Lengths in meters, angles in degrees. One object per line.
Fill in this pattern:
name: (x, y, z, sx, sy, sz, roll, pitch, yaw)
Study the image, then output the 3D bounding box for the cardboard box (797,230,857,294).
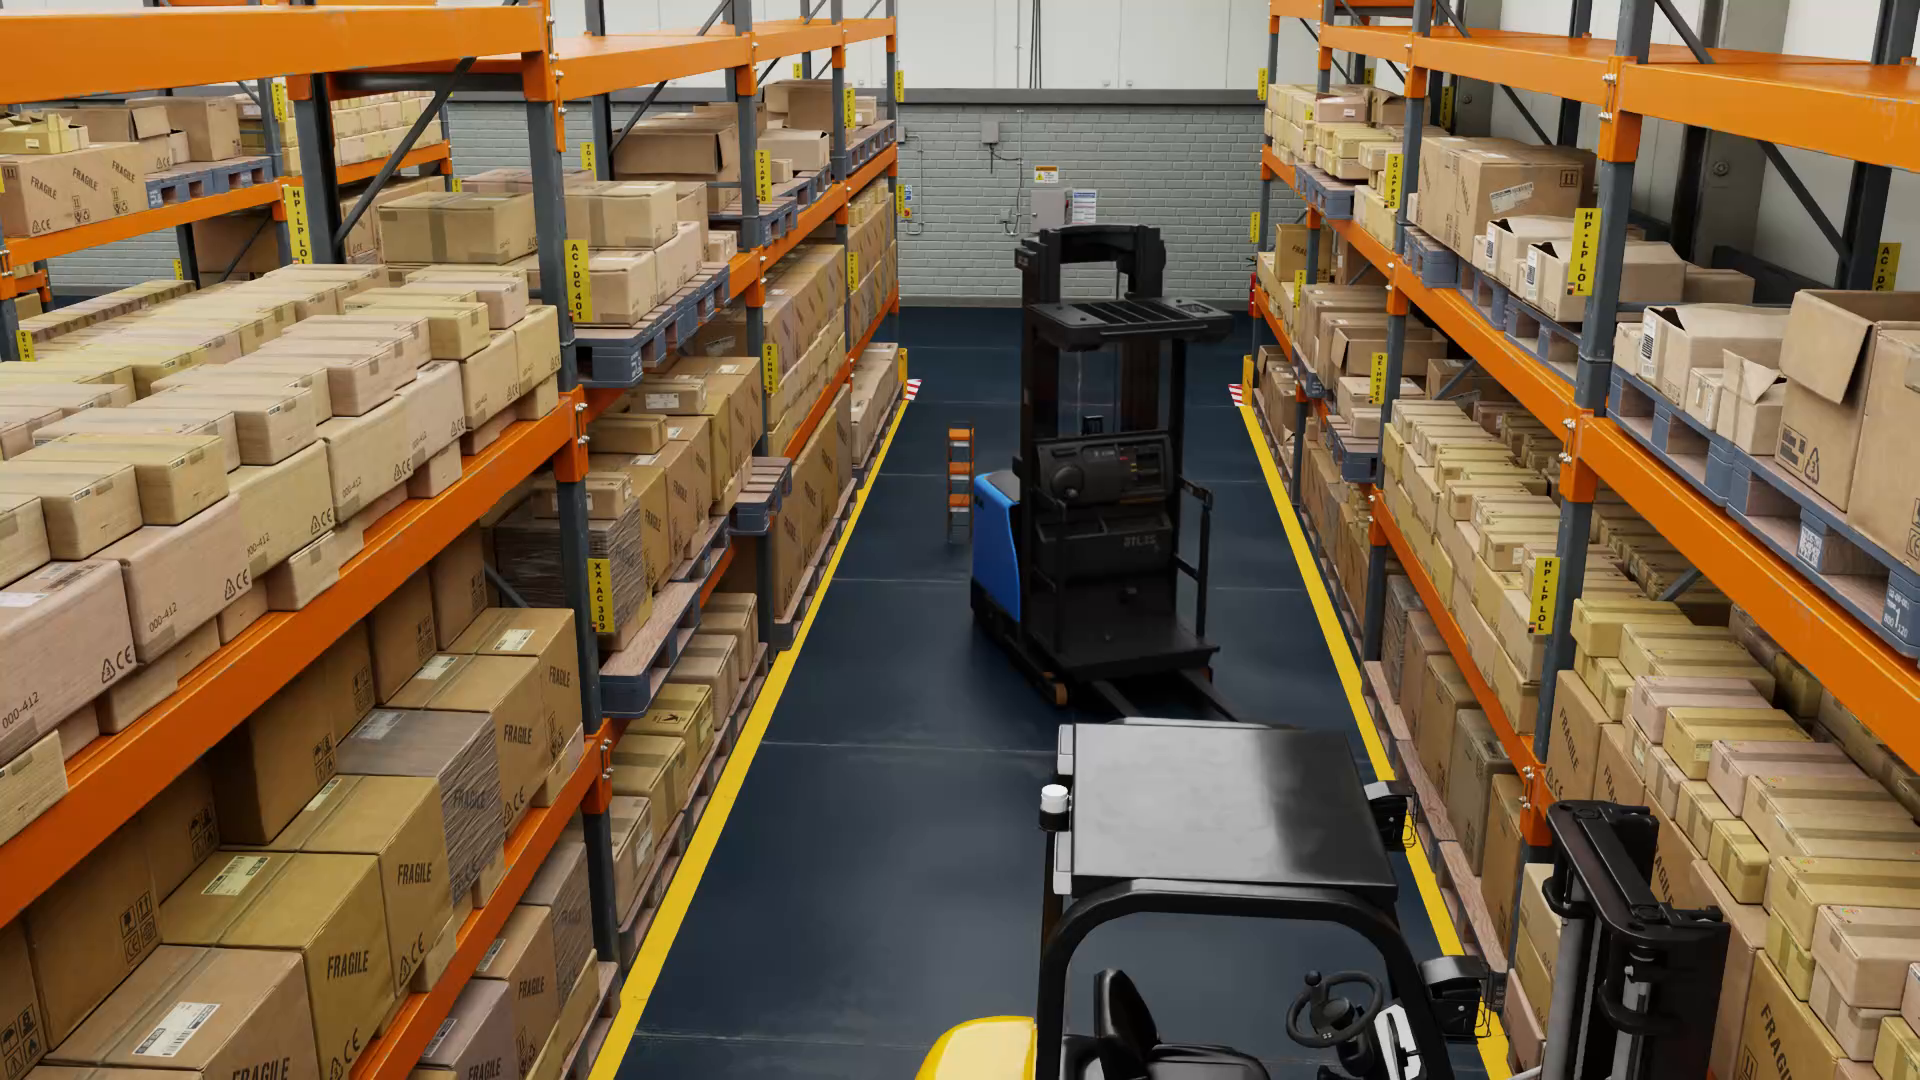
cardboard box: (-1.208, -2.513, 15.010, 0.500, 0.500, 0.500, 1, 18, 4)

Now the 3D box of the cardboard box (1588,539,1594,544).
cardboard box: (3.281, 0.113, 8.199, 0.500, 0.250, 0.500, 1, 18, 3)

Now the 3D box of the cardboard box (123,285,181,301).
cardboard box: (-6.929, -2.091, 14.262, 0.380, 0.149, 0.250, 2, 18, 5)

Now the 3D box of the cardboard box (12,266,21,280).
cardboard box: (-10.795, -2.994, 18.645, 0.380, 0.149, 0.250, 1, 18, 4)

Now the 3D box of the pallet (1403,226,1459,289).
pallet: (3.222, -1.619, 9.533, 1.213, 0.211, 1.003, 2, 18, 6)

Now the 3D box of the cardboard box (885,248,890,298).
cardboard box: (-1.018, -2.827, 17.572, 0.500, 0.500, 0.500, 1, 18, 3)

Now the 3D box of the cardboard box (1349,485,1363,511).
cardboard box: (3.097, -0.300, 12.319, 0.380, 0.149, 0.250, 1, 18, 3)

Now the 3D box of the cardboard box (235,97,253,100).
cardboard box: (-6.694, -3.971, 15.205, 0.380, 0.149, 0.250, 1, 18, 4)

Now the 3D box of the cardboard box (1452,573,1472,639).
cardboard box: (2.766, 0.345, 8.293, 0.500, 0.250, 0.500, 1, 18, 4)

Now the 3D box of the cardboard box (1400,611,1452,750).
cardboard box: (3.084, 0.829, 9.714, 0.875, 0.625, 0.625, 2, 18, 6)

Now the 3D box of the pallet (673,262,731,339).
pallet: (-1.835, -1.211, 8.287, 1.213, 0.211, 1.003, 1, 18, 4)

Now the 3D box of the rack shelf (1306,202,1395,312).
rack shelf: (3.325, -2.201, 12.161, 1.077, 0.370, 4.000, 1, 18, 4)

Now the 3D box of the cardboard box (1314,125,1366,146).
cardboard box: (3.000, -3.188, 13.108, 0.380, 0.149, 0.250, 1, 18, 3)

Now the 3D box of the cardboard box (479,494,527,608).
cardboard box: (-2.253, 0.099, 7.490, 0.500, 0.500, 0.500, 1, 18, 3)

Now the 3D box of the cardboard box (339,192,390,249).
cardboard box: (-6.025, -3.203, 16.635, 0.500, 0.500, 0.500, 1, 18, 2)

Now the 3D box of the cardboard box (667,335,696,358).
cardboard box: (-1.994, -1.295, 11.291, 0.500, 0.500, 0.500, 1, 18, 2)

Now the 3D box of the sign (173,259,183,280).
sign: (-6.970, -2.348, 14.882, 0.100, 0.325, 0.005, 1, 18, 4)

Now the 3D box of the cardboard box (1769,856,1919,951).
cardboard box: (2.415, 0.977, 4.445, 0.380, 0.149, 0.250, 2, 18, 5)

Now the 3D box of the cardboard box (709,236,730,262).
cardboard box: (-1.593, -1.732, 9.978, 0.380, 0.149, 0.250, 1, 18, 4)

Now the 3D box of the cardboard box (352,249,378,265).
cardboard box: (-6.041, -2.574, 16.322, 0.500, 0.500, 0.500, 1, 18, 3)

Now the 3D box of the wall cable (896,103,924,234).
wall cable: (-0.816, -5.340, 23.721, 0.585, 1.953, 0.123, 1, 18, 4)

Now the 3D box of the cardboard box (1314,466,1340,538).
cardboard box: (3.140, -0.285, 13.314, 0.500, 0.500, 0.500, 1, 18, 2)

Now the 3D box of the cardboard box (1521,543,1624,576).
cardboard box: (2.768, 0.124, 7.525, 0.380, 0.149, 0.250, 1, 18, 4)

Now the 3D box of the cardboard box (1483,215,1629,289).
cardboard box: (2.758, -1.353, 7.725, 0.500, 0.311, 0.500, 1, 18, 2)

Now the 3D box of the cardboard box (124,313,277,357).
cardboard box: (-2.435, -0.636, 5.351, 0.380, 0.149, 0.250, 1, 18, 2)

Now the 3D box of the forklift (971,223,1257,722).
forklift: (1.015, -0.458, 10.613, 1.130, 2.935, 3.031, -6, 19, -17)

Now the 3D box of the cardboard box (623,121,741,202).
cardboard box: (-1.889, -2.590, 11.358, 0.700, 0.500, 0.500, 0, 18, 1)

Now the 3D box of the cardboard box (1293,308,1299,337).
cardboard box: (3.261, -1.972, 14.888, 0.500, 0.250, 0.500, 2, 18, 5)

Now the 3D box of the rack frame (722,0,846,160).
rack frame: (-1.483, -4.699, 13.812, 1.000, 3.000, 0.127, 1, 18, 4)

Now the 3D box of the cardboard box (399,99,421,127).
cardboard box: (-5.956, -4.454, 17.319, 0.500, 0.250, 0.500, 1, 18, 2)

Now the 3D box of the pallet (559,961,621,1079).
pallet: (-2.070, 2.171, 6.959, 1.003, 0.211, 1.213, 1, 18, 4)

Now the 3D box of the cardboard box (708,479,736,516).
cardboard box: (-1.511, -0.251, 9.601, 0.380, 0.149, 0.250, 2, 18, 5)

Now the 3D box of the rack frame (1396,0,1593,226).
rack frame: (3.181, -3.347, 9.686, 1.000, 3.000, 0.127, 1, 18, 4)

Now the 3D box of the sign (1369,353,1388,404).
sign: (2.639, -1.018, 10.480, 0.100, 0.325, 0.005, 1, 18, 4)

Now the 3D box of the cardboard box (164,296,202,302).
cardboard box: (-6.319, -1.916, 13.726, 0.380, 0.149, 0.250, 1, 18, 4)

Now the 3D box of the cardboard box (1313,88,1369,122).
cardboard box: (3.098, -3.544, 13.530, 0.396, 0.266, 0.258, 1, 18, 3)

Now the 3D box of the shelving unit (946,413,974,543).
shelving unit: (0.004, -0.516, 13.810, 0.215, 1.050, 0.252, 1, 18, 4)

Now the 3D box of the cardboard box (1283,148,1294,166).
cardboard box: (3.280, -3.642, 15.806, 0.380, 0.149, 0.250, 2, 18, 5)

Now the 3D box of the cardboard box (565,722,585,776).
cardboard box: (-1.776, 0.862, 6.877, 0.380, 0.149, 0.250, 1, 18, 3)

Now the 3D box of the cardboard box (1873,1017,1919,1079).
cardboard box: (2.450, 1.283, 3.989, 0.380, 0.149, 0.250, 1, 18, 4)

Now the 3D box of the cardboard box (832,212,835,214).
cardboard box: (-1.223, -2.932, 15.245, 0.380, 0.149, 0.250, 1, 18, 3)

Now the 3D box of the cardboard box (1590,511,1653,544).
cardboard box: (3.265, -0.030, 7.996, 0.380, 0.149, 0.250, 1, 18, 4)

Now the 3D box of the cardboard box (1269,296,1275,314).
cardboard box: (3.315, -2.366, 16.731, 0.380, 0.149, 0.250, 1, 18, 2)

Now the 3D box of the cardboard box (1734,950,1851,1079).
cardboard box: (2.464, 1.462, 4.483, 0.500, 0.500, 0.500, 1, 18, 3)

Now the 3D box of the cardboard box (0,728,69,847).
cardboard box: (-1.996, 0.477, 3.236, 0.380, 0.149, 0.250, 1, 18, 4)

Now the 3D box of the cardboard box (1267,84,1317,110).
cardboard box: (3.472, -4.582, 17.231, 0.500, 0.250, 0.500, 1, 18, 3)

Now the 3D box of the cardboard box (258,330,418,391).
cardboard box: (-1.888, -0.541, 5.062, 0.380, 0.149, 0.250, 1, 18, 5)

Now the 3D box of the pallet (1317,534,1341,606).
pallet: (3.363, 0.220, 12.913, 1.003, 0.211, 1.213, 1, 18, 4)

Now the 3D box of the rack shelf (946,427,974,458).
rack shelf: (0.004, -0.775, 13.725, 0.215, 0.259, 0.240, 1, 18, 4)

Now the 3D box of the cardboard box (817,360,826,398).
cardboard box: (-1.357, -1.318, 13.367, 0.500, 0.250, 0.500, 1, 18, 2)

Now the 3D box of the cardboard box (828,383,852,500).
cardboard box: (-1.448, -0.844, 14.418, 0.875, 0.875, 0.875, 2, 18, 6)

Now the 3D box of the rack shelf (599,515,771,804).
rack shelf: (-1.913, 0.357, 9.171, 1.077, 0.370, 4.000, 1, 18, 4)

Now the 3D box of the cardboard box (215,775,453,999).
cardboard box: (-1.935, 1.072, 5.197, 0.500, 0.500, 0.500, 1, 18, 3)

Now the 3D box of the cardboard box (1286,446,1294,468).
cardboard box: (3.215, -0.763, 15.338, 0.380, 0.149, 0.250, 1, 18, 2)

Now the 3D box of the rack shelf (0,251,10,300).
rack shelf: (-6.858, -1.147, 8.945, 1.077, 0.370, 4.000, 1, 18, 4)

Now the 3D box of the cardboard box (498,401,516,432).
cardboard box: (-1.881, -0.488, 6.182, 0.380, 0.149, 0.250, 2, 18, 5)

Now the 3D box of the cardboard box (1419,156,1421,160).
cardboard box: (3.035, -2.374, 10.656, 0.380, 0.149, 0.250, 1, 18, 2)
